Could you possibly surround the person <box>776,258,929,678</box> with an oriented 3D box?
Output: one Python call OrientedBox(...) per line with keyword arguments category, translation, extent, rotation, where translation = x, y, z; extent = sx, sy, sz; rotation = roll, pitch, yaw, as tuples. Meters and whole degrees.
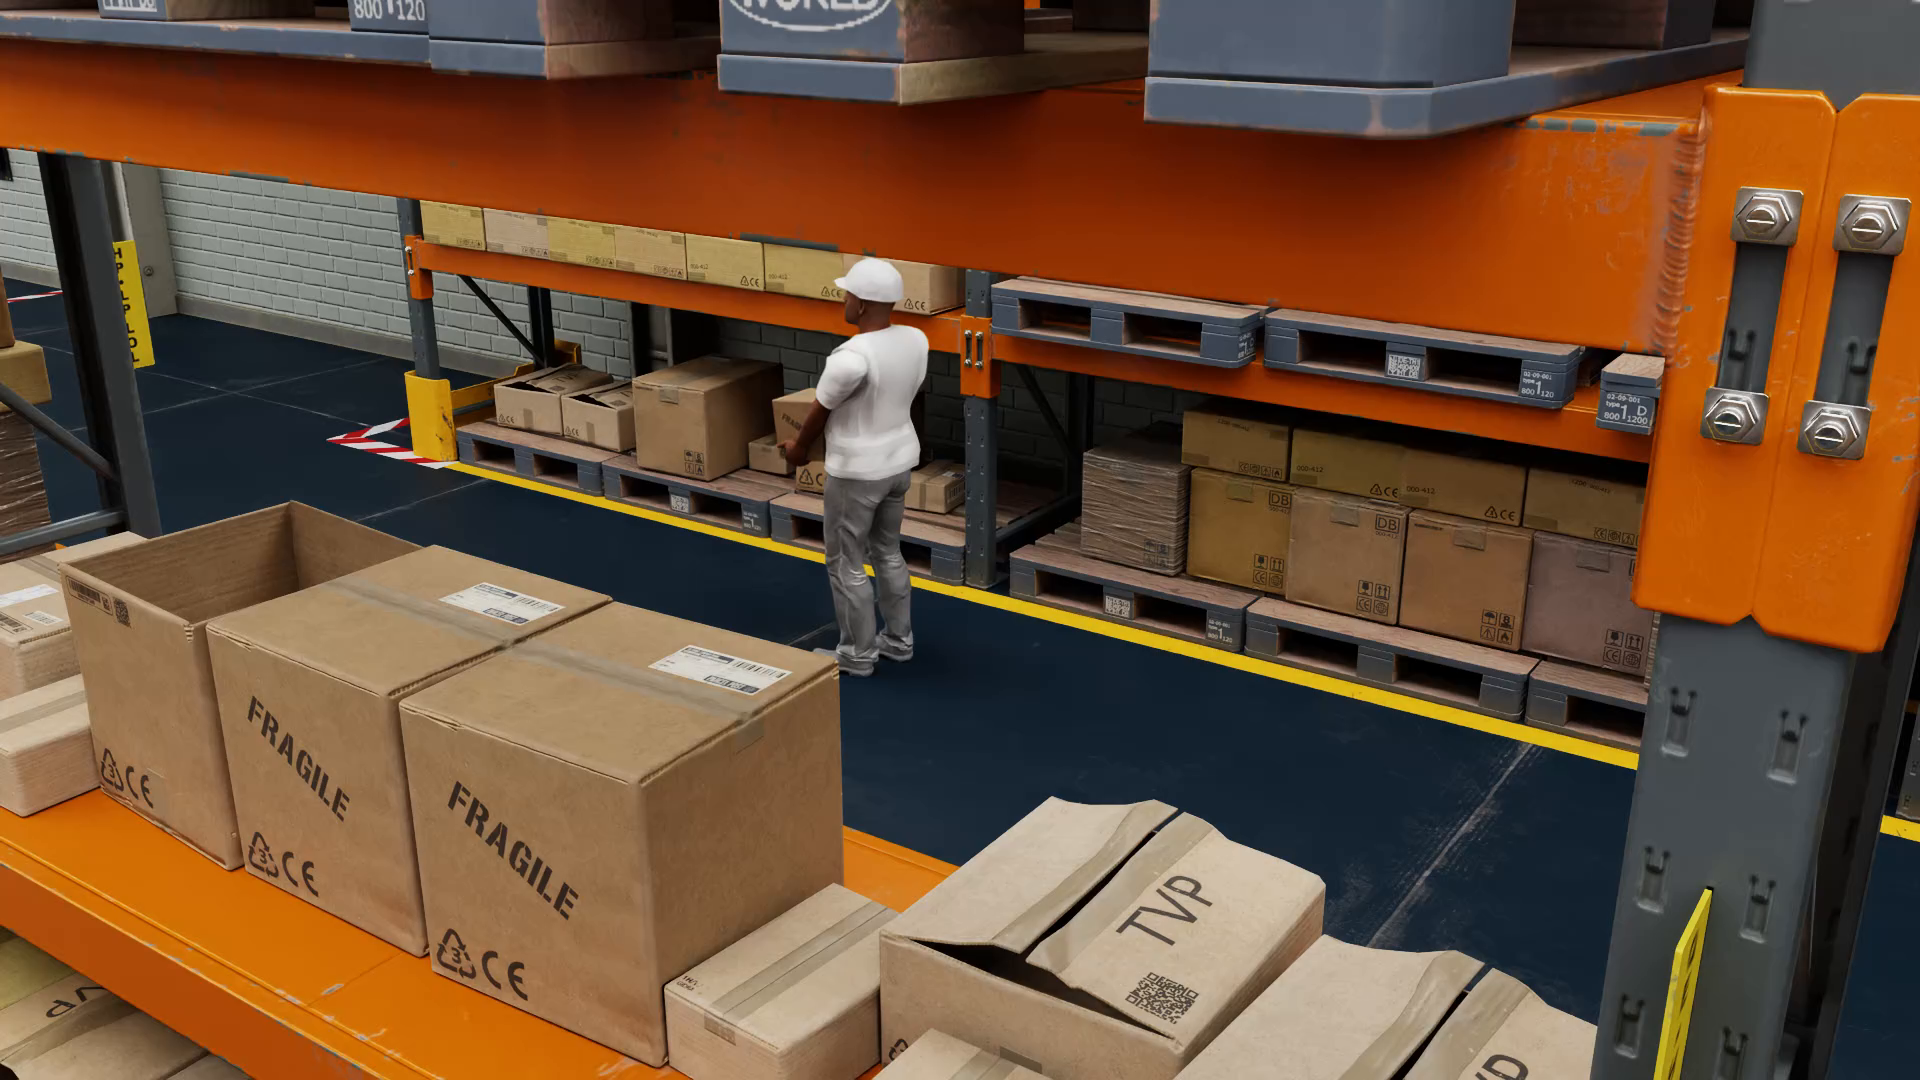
OrientedBox(category="person", translation=(-0.459, -0.304, 6.893), extent=(0.585, 1.760, 0.504), rotation=(13, 24, 33))
